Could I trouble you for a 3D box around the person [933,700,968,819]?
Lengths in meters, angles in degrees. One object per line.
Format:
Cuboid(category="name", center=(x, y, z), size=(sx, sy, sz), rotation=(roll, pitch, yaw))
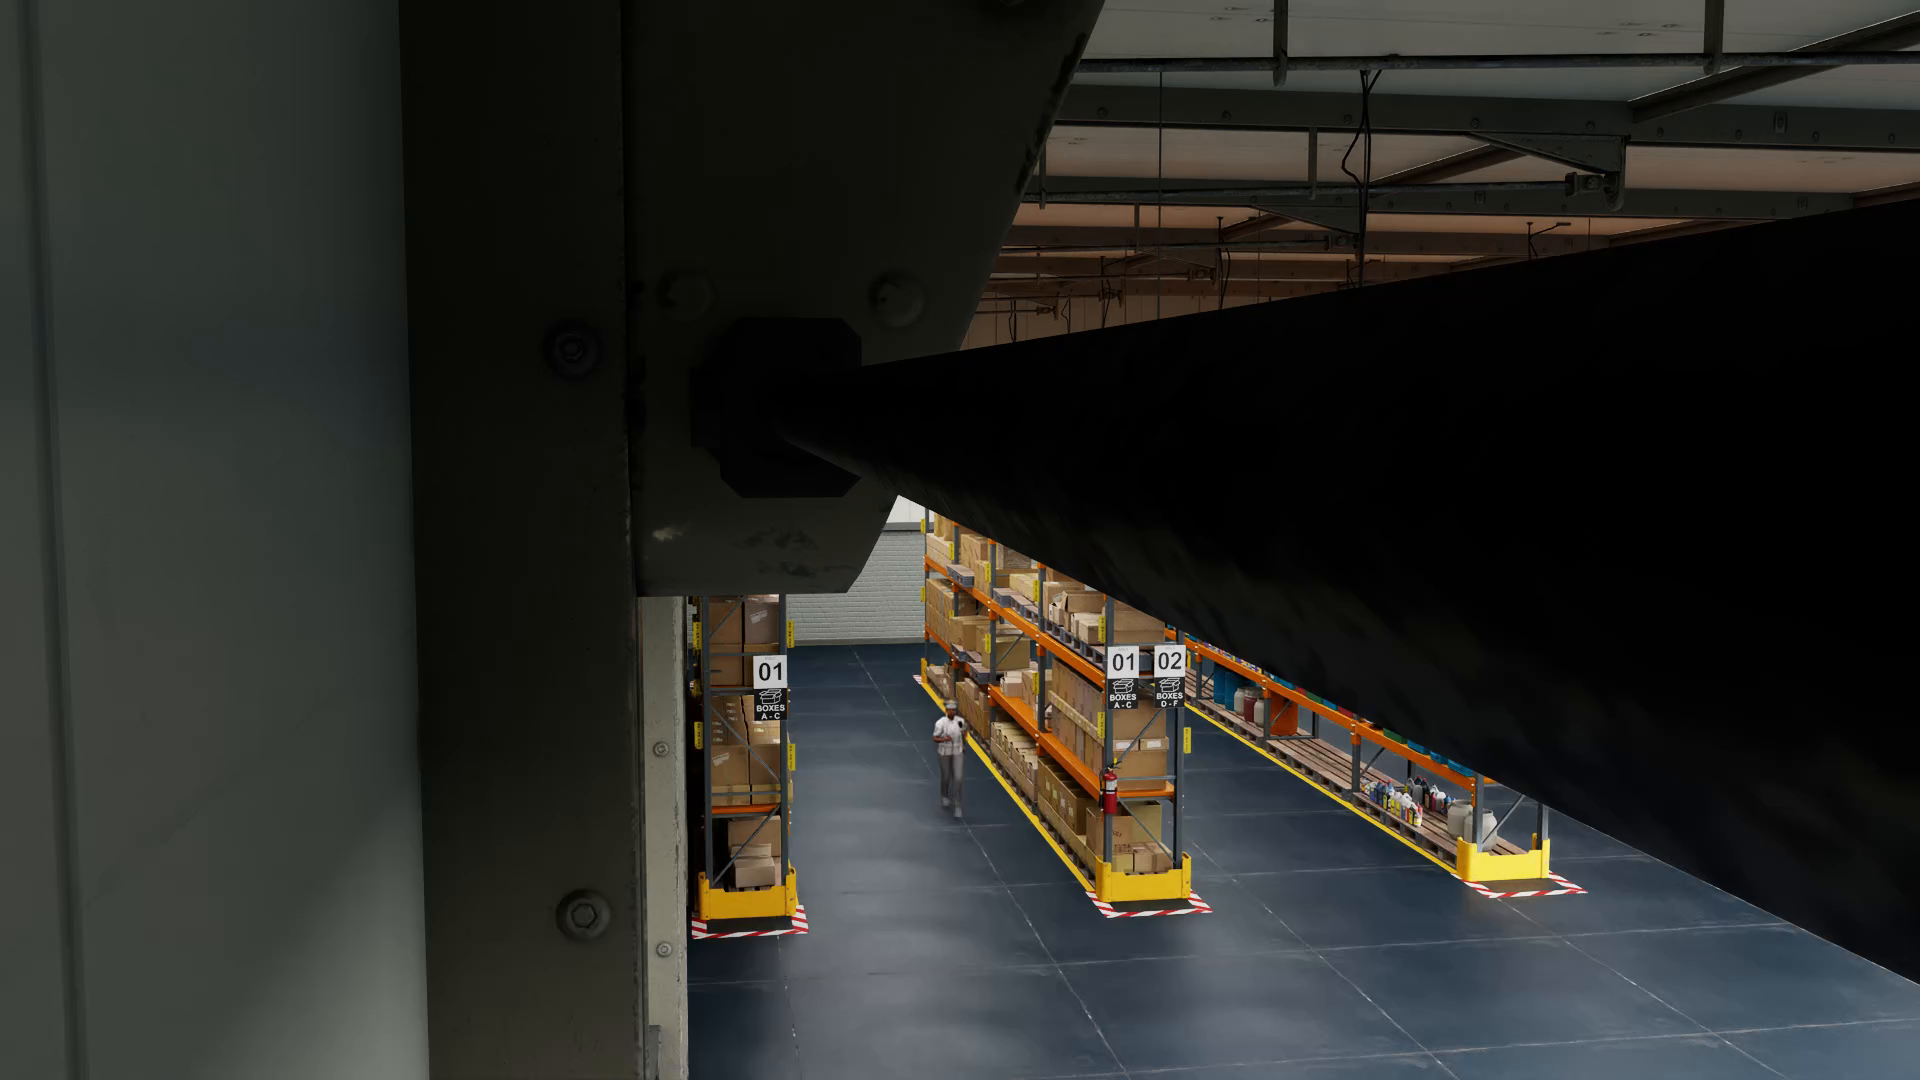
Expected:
Cuboid(category="person", center=(-0.135, 3.265, 25.124), size=(0.566, 1.741, 0.772), rotation=(-1, 5, -9))
